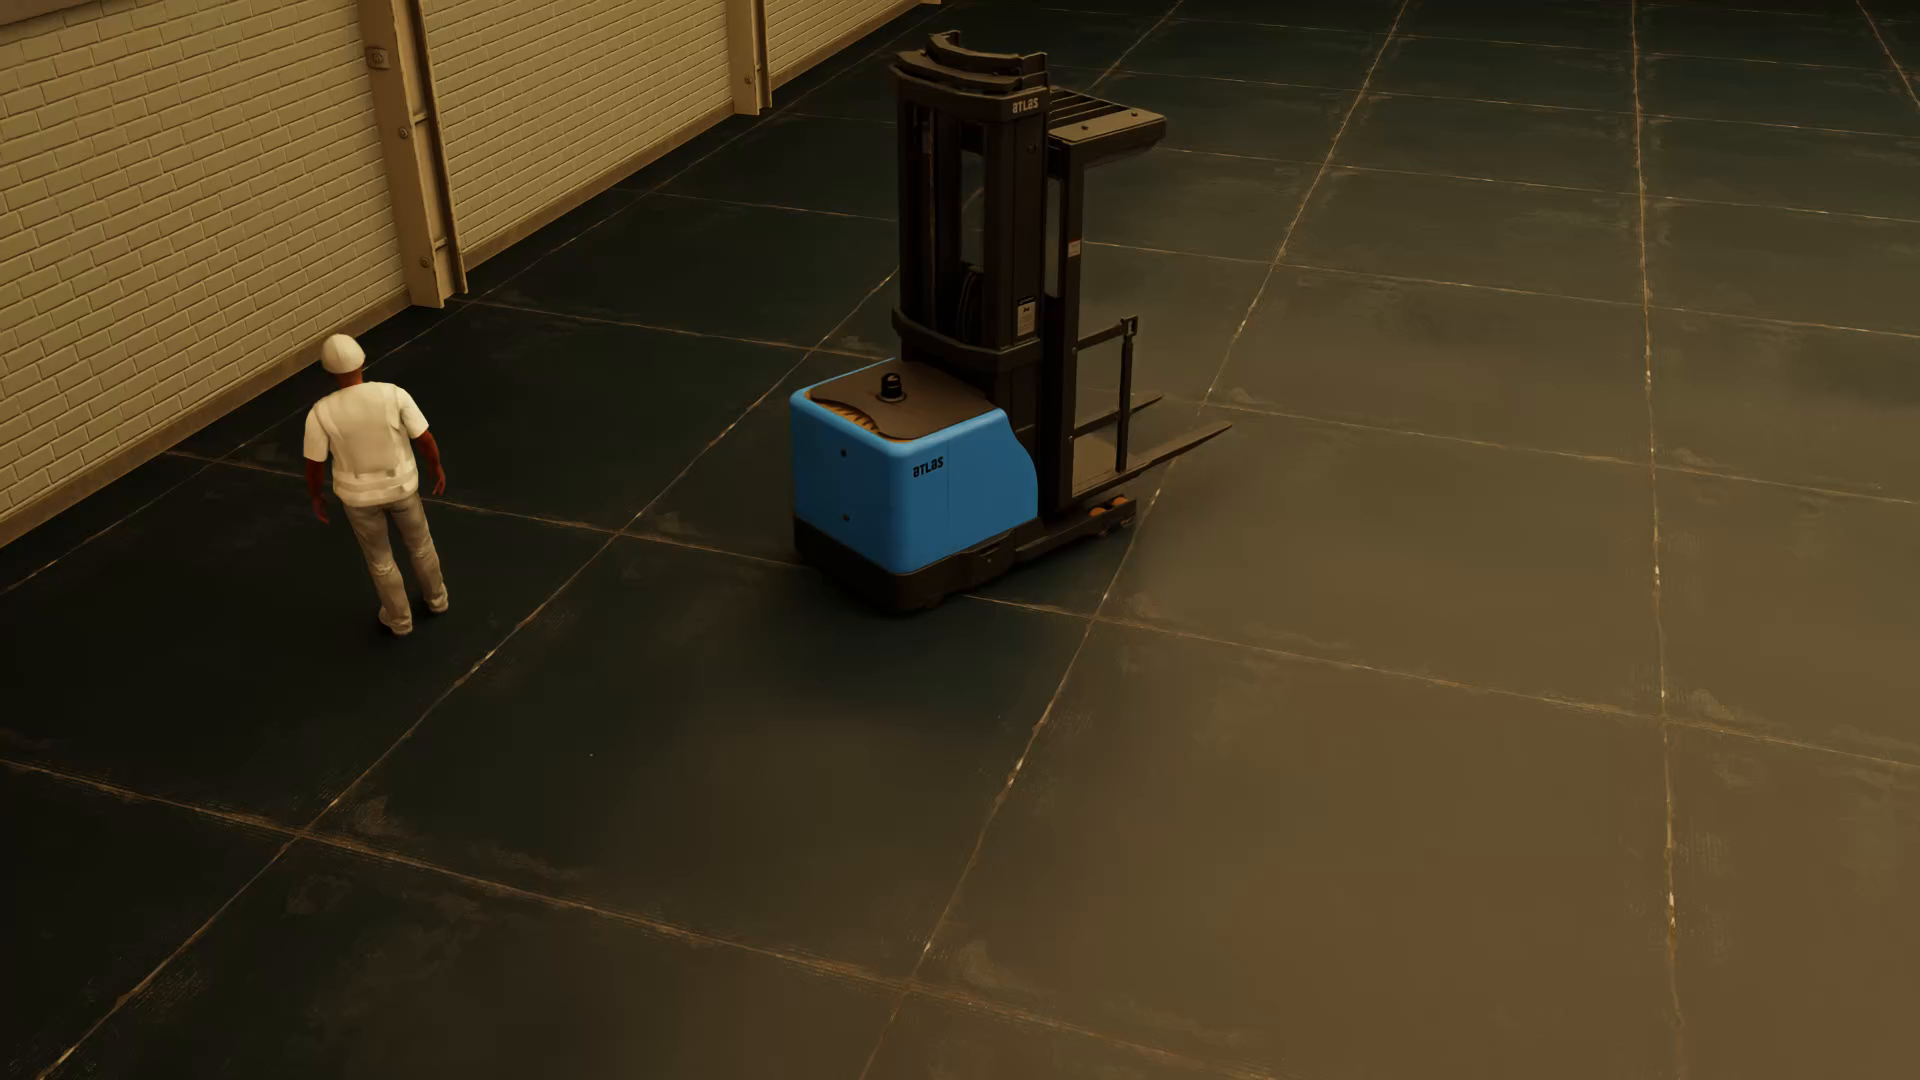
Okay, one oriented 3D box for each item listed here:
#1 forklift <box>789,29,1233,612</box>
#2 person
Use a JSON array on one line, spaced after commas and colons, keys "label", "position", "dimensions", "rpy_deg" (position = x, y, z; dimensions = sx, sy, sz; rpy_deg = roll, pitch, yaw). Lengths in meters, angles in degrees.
[{"label": "forklift", "position": [0.452, -1.479, 9.731], "dimensions": [3.031, 2.935, 1.130], "rpy_deg": [-24, 37, -35]}, {"label": "person", "position": [-3.112, -0.313, 8.857], "dimensions": [0.696, 1.771, 0.572], "rpy_deg": [-14, 33, -23]}]
